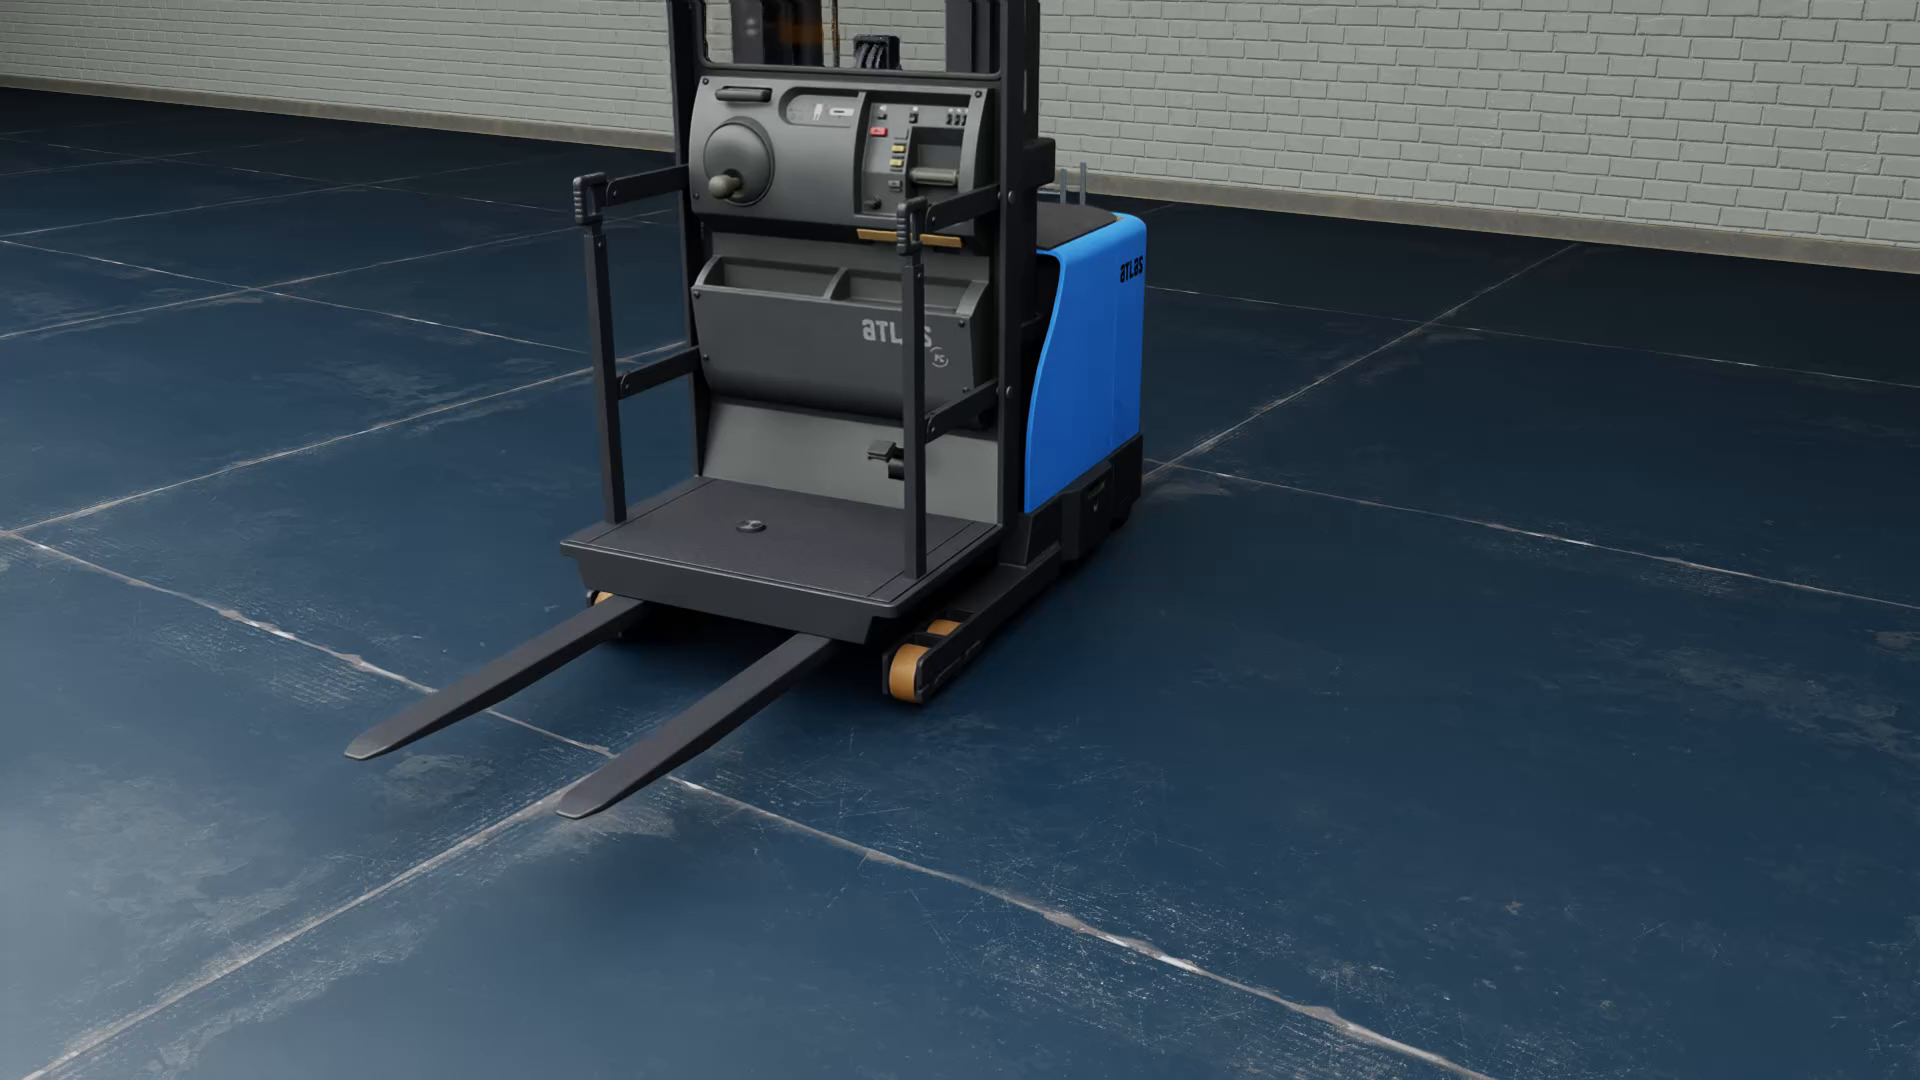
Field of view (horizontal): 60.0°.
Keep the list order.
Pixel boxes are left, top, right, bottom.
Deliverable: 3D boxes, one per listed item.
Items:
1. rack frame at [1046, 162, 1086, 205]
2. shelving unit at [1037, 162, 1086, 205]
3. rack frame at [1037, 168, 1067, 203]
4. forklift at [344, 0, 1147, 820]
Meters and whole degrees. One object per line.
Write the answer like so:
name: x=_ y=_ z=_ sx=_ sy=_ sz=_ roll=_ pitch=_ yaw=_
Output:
rack frame: x=0.344 y=-0.811 z=6.227 sx=0.240 sy=1.200 sz=0.006 roll=10 pitch=22 yaw=24
shelving unit: x=0.304 y=-0.782 z=6.149 sx=0.258 sy=1.200 sz=0.189 roll=10 pitch=22 yaw=24
rack frame: x=0.264 y=-0.753 z=6.072 sx=0.240 sy=1.200 sz=0.006 roll=10 pitch=22 yaw=24
forklift: x=-0.448 y=-1.098 z=4.508 sx=1.130 sy=2.935 sz=3.031 roll=10 pitch=22 yaw=24
